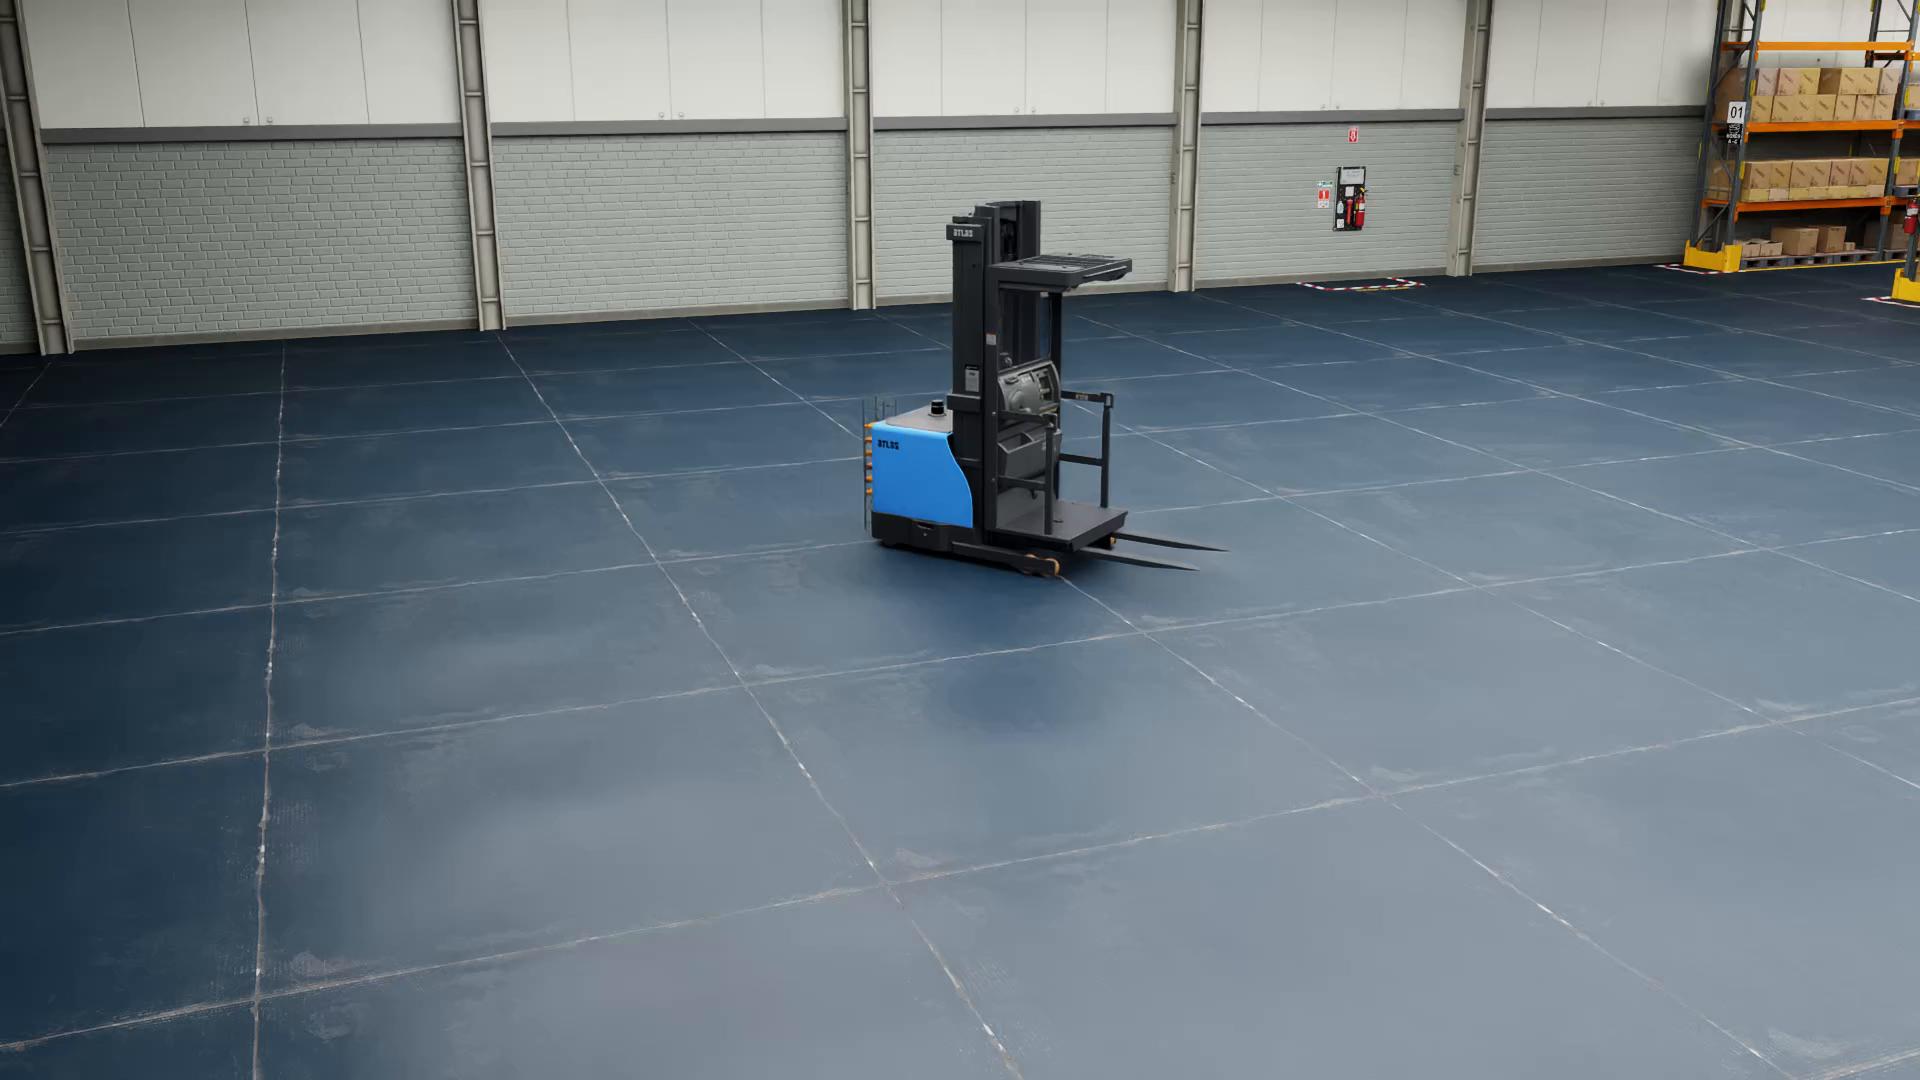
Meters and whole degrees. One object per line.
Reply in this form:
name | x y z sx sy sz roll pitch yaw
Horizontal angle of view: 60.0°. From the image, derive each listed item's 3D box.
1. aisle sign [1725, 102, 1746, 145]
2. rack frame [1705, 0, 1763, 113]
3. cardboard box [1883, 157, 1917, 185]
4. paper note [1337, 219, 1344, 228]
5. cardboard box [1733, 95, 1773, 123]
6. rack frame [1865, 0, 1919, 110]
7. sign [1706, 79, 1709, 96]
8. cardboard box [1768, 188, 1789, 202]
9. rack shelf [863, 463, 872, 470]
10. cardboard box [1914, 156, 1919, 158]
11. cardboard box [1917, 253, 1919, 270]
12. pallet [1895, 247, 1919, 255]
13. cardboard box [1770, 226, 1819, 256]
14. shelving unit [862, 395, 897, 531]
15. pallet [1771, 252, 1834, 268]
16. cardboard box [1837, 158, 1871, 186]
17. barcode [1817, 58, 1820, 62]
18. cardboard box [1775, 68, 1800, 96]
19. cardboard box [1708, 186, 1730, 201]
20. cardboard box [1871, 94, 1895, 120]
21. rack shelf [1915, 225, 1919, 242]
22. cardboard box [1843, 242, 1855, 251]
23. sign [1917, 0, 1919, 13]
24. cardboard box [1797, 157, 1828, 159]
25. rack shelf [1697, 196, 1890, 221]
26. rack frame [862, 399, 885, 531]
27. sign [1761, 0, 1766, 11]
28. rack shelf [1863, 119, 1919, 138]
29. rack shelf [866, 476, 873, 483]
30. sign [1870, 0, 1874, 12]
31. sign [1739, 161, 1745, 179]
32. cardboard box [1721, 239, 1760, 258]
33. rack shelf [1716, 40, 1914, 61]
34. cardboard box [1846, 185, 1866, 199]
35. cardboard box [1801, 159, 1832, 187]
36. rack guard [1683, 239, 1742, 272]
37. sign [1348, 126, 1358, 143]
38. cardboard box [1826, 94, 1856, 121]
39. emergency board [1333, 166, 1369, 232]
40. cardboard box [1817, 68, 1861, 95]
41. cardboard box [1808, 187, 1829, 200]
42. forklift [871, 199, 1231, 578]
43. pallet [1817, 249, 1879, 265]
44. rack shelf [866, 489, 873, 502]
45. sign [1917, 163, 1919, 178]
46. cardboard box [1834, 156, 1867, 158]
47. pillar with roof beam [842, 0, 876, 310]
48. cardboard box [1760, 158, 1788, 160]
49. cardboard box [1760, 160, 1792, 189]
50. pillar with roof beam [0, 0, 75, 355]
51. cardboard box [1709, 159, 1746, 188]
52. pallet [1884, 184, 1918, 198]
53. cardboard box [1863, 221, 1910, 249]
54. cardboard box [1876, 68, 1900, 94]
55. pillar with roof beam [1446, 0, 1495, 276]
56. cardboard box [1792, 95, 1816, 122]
aisle sign | 14.863 -7.994 31.884 0.004 0.787 0.394 -6 17 -20
rack frame | 14.823 -9.712 31.698 0.127 3.000 1.000 -6 17 -20
cardboard box | 19.046 -7.538 33.985 0.500 0.500 0.700 -6 17 -20
paper note | 7.053 -5.865 30.810 0.142 0.148 0.016 -6 17 -20
cardboard box | 15.225 -8.298 31.995 0.500 0.500 0.500 -6 17 -19
rack frame | 18.558 -10.115 33.071 0.127 3.000 1.000 -6 17 -20
sign | 14.643 -8.845 32.500 0.005 0.325 0.100 -6 17 -20
cardboard box | 15.872 -6.792 32.636 0.500 0.250 0.500 -7 18 -22
rack shelf | -0.702 -0.621 14.740 0.258 0.103 0.180 11 20 32
cardboard box | 20.174 -7.667 34.424 0.500 0.500 0.700 -4 17 -12
cardboard box | 16.994 -4.904 28.780 0.500 0.500 0.500 -6 17 -20
pallet | 20.426 -6.101 35.001 1.213 0.211 1.003 -6 17 -20
cardboard box | 16.737 -6.009 33.393 0.500 0.500 0.700 -7 18 -24
shelving unit | -0.702 -0.664 14.728 0.258 1.200 0.189 11 20 32
pallet | 16.803 -5.697 33.625 1.213 0.211 1.003 -6 17 -20
cardboard box | 17.764 -7.353 33.213 0.500 0.500 0.500 -6 17 -20
barcode | 17.107 -9.560 33.134 0.075 0.075 0.001 -6 17 -20
cardboard box | 15.756 -8.822 32.005 0.500 0.500 0.500 -6 18 -21
cardboard box | 15.190 -6.869 32.896 0.500 0.250 0.500 -6 17 -19
cardboard box | 18.173 -8.617 33.081 0.500 0.500 0.500 -6 17 -19
rack shelf | 18.467 -5.387 28.894 4.000 0.370 1.077 -6 17 -20
cardboard box | 18.070 -6.026 34.043 0.250 0.166 0.380 -9 18 -27
sign | 18.735 -10.456 32.436 0.005 0.325 0.100 -6 17 -20
cardboard box | 17.093 -7.441 33.515 0.500 0.500 0.500 -6 17 -19
rack shelf | 16.691 -6.690 33.331 4.000 0.370 1.077 -6 17 -20
rack frame | -0.753 -0.642 14.655 0.240 1.200 0.006 11 20 32
sign | 15.017 -10.055 31.069 0.005 0.325 0.100 -6 17 -20
rack shelf | 20.426 -8.532 34.282 4.000 0.370 1.077 -6 17 -20
rack shelf | -0.702 -0.506 14.774 0.258 0.103 0.180 11 20 32
sign | 18.354 -10.784 33.413 0.005 0.325 0.100 -6 17 -20
sign | 15.018 -7.106 31.935 0.005 0.325 0.100 -6 17 -20
cardboard box | 15.501 -5.800 33.017 0.500 0.311 0.500 -8 18 -26
rack shelf | 16.691 -9.566 32.487 4.000 0.370 1.077 -6 17 -20
cardboard box | 17.756 -6.998 33.337 0.500 0.250 0.500 -6 17 -20
cardboard box | 16.804 -7.252 32.871 0.500 0.500 0.500 -6 17 -18
rack guard | 14.894 -5.641 32.922 0.348 0.500 1.175 -6 17 -20
sign | 7.200 -7.425 30.444 0.199 0.298 0.001 -6 17 -20
cardboard box | 17.195 -8.504 32.696 0.500 0.500 0.500 -7 18 -22
emergency board | 7.243 -6.287 30.685 0.643 1.169 0.194 -6 17 -20
cardboard box | 17.196 -8.978 32.535 0.500 0.500 0.500 -7 18 -22
cardboard box | 16.823 -6.893 32.977 0.500 0.250 0.500 -6 17 -20
forklift | 0.753 -1.265 13.703 3.031 2.935 1.130 10 19 30
pallet | 17.944 -5.821 34.047 1.213 0.211 1.003 -6 17 -20
rack shelf | -0.701 -0.391 14.808 0.258 0.103 0.180 11 20 32
sign | 16.418 -6.343 28.401 0.005 0.325 0.100 -6 17 -20
cardboard box | 18.045 -7.541 33.855 0.500 0.500 0.500 -7 18 -21
pillar with roof beam | -0.100 -7.062 22.676 0.400 9.000 9.100 -6 17 -20
cardboard box | 16.142 -7.335 33.154 0.500 0.500 0.500 -7 18 -22
cardboard box | 15.842 -7.147 32.511 0.500 0.500 0.500 -6 17 -20
pillar with roof beam | -11.306 -5.852 18.557 0.400 9.000 9.100 -6 17 -20
cardboard box | 15.187 -7.234 32.808 0.500 0.500 0.500 -6 18 -21
pallet | 19.324 -7.183 34.076 1.213 0.211 1.003 -6 17 -20
cardboard box | 19.240 -6.327 34.475 0.500 0.500 0.700 -6 17 -18
cardboard box | 18.188 -9.091 32.921 0.500 0.500 0.500 -8 18 -25
pillar with roof beam | 11.105 -8.272 26.796 0.400 9.000 9.100 -6 17 -20
cardboard box | 16.223 -8.396 32.329 0.500 0.500 0.500 -5 17 -18
